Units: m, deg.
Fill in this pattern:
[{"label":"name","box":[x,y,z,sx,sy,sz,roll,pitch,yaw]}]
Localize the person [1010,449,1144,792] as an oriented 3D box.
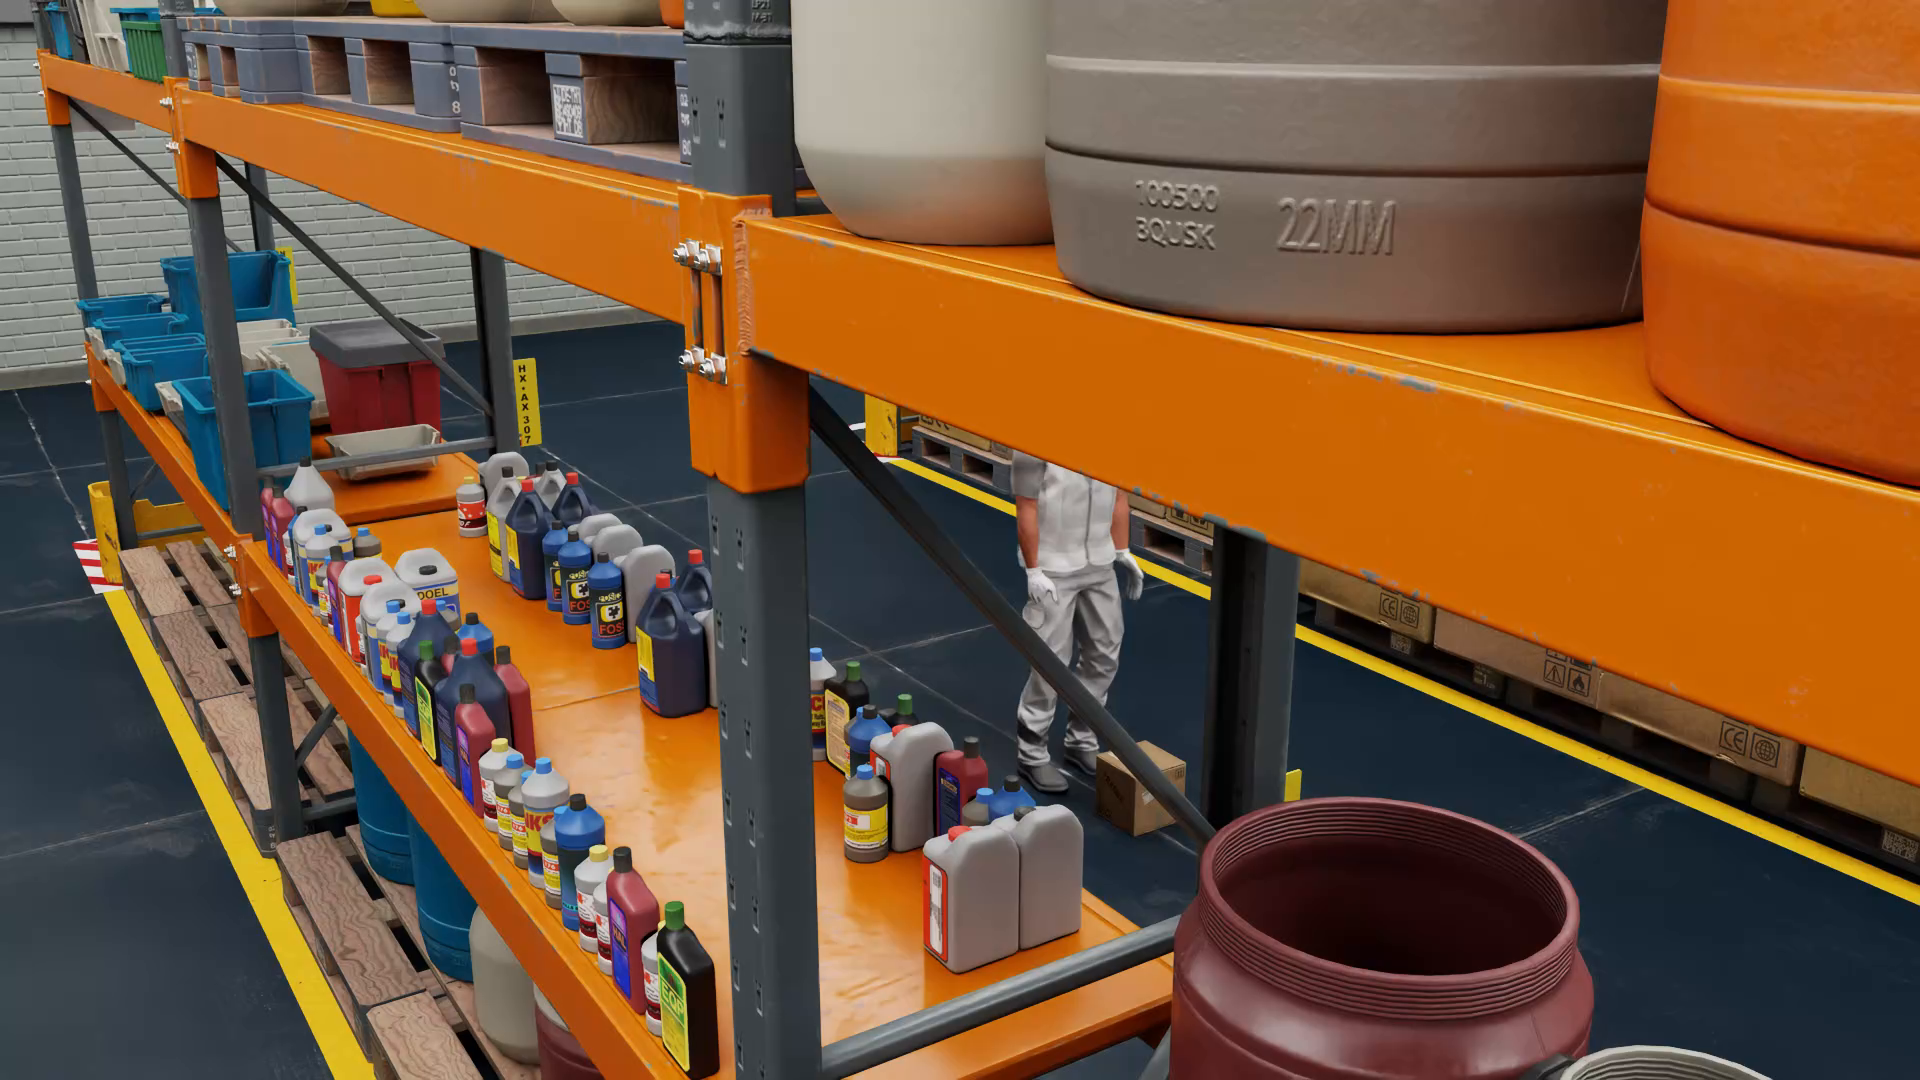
[{"label":"person","box":[0.465,0.128,6.653,0.533,1.767,0.388,-11,21,-30]}]
